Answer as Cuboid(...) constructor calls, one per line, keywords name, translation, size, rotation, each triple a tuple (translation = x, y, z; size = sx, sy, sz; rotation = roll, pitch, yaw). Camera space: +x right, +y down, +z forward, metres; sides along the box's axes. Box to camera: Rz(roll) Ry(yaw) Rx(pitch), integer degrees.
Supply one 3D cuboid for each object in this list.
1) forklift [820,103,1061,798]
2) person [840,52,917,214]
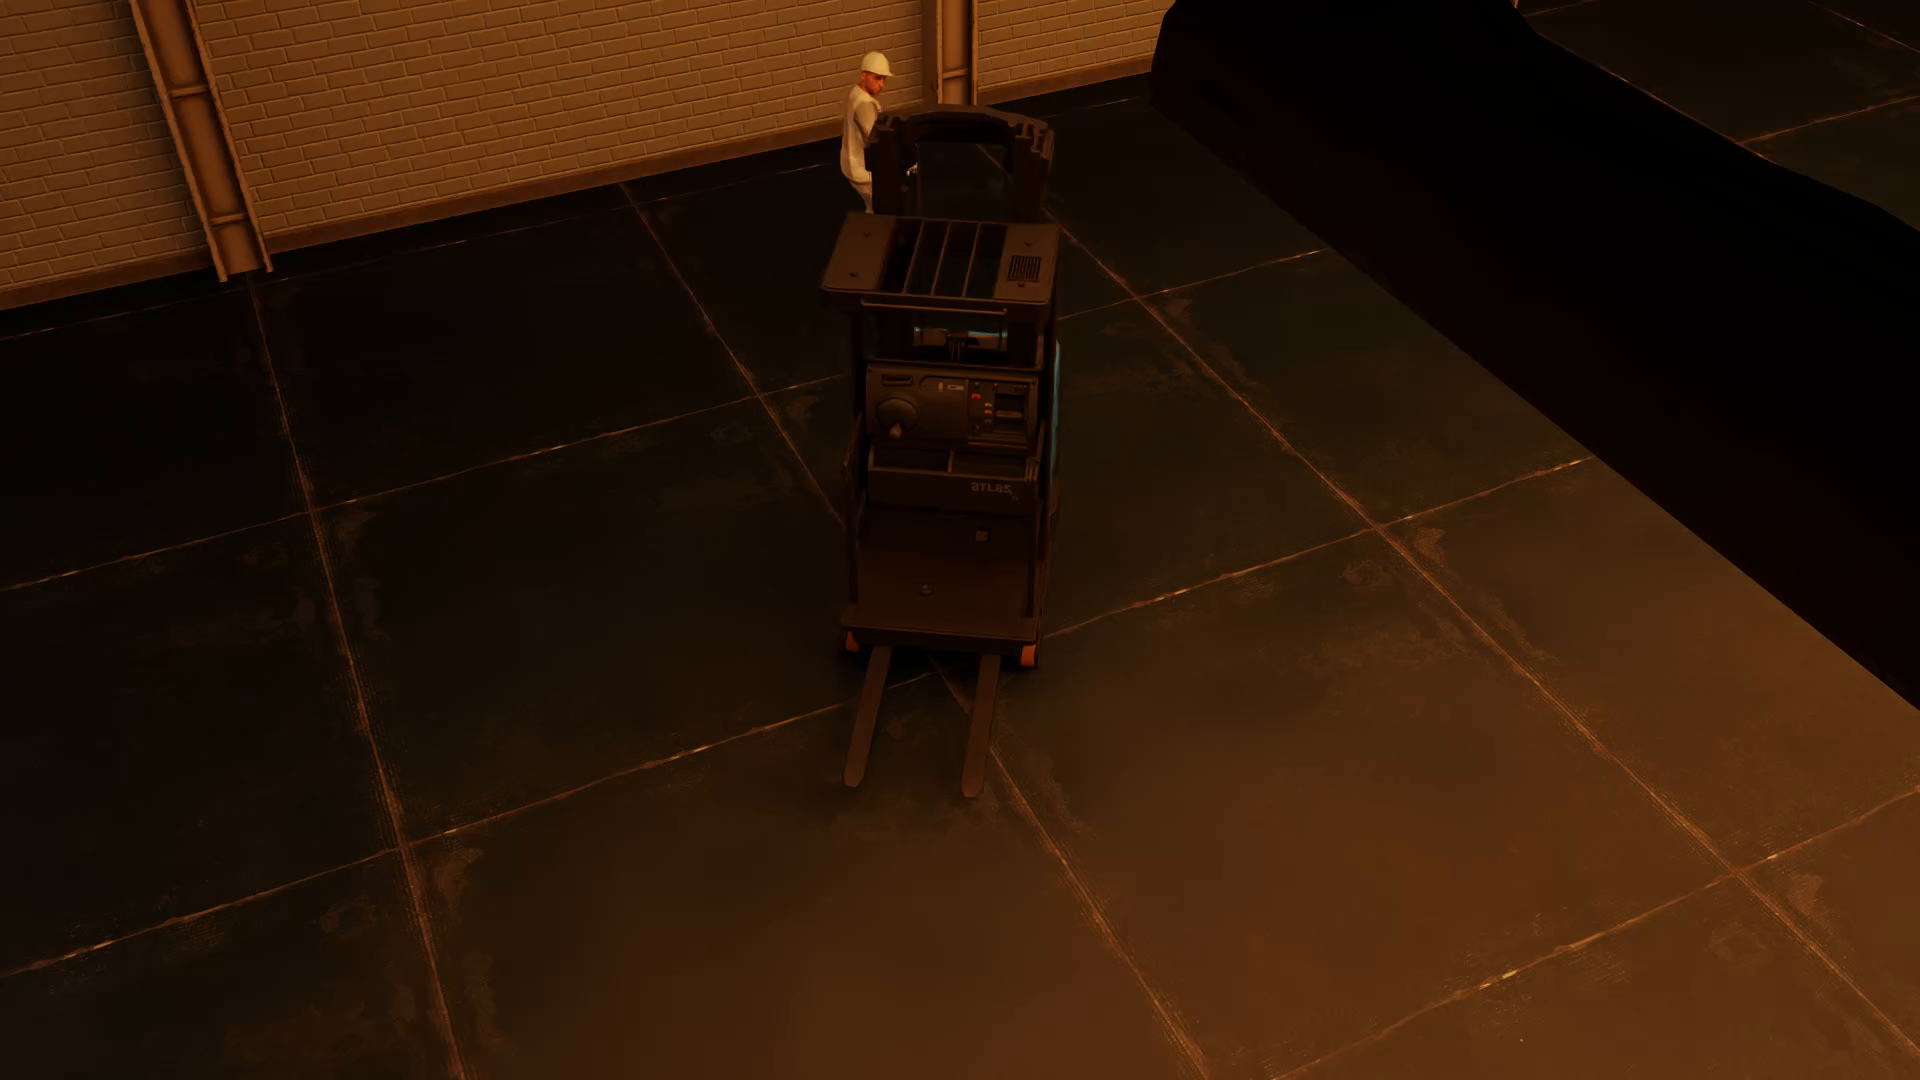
Cuboid(name="forklift", translation=(-0.071, -0.641, 8.785), size=(1.130, 2.935, 3.031), rotation=(4, 40, 5))
Cuboid(name="person", translation=(-0.626, -2.756, 12.276), size=(0.520, 1.728, 0.763), rotation=(-17, 43, -19))
